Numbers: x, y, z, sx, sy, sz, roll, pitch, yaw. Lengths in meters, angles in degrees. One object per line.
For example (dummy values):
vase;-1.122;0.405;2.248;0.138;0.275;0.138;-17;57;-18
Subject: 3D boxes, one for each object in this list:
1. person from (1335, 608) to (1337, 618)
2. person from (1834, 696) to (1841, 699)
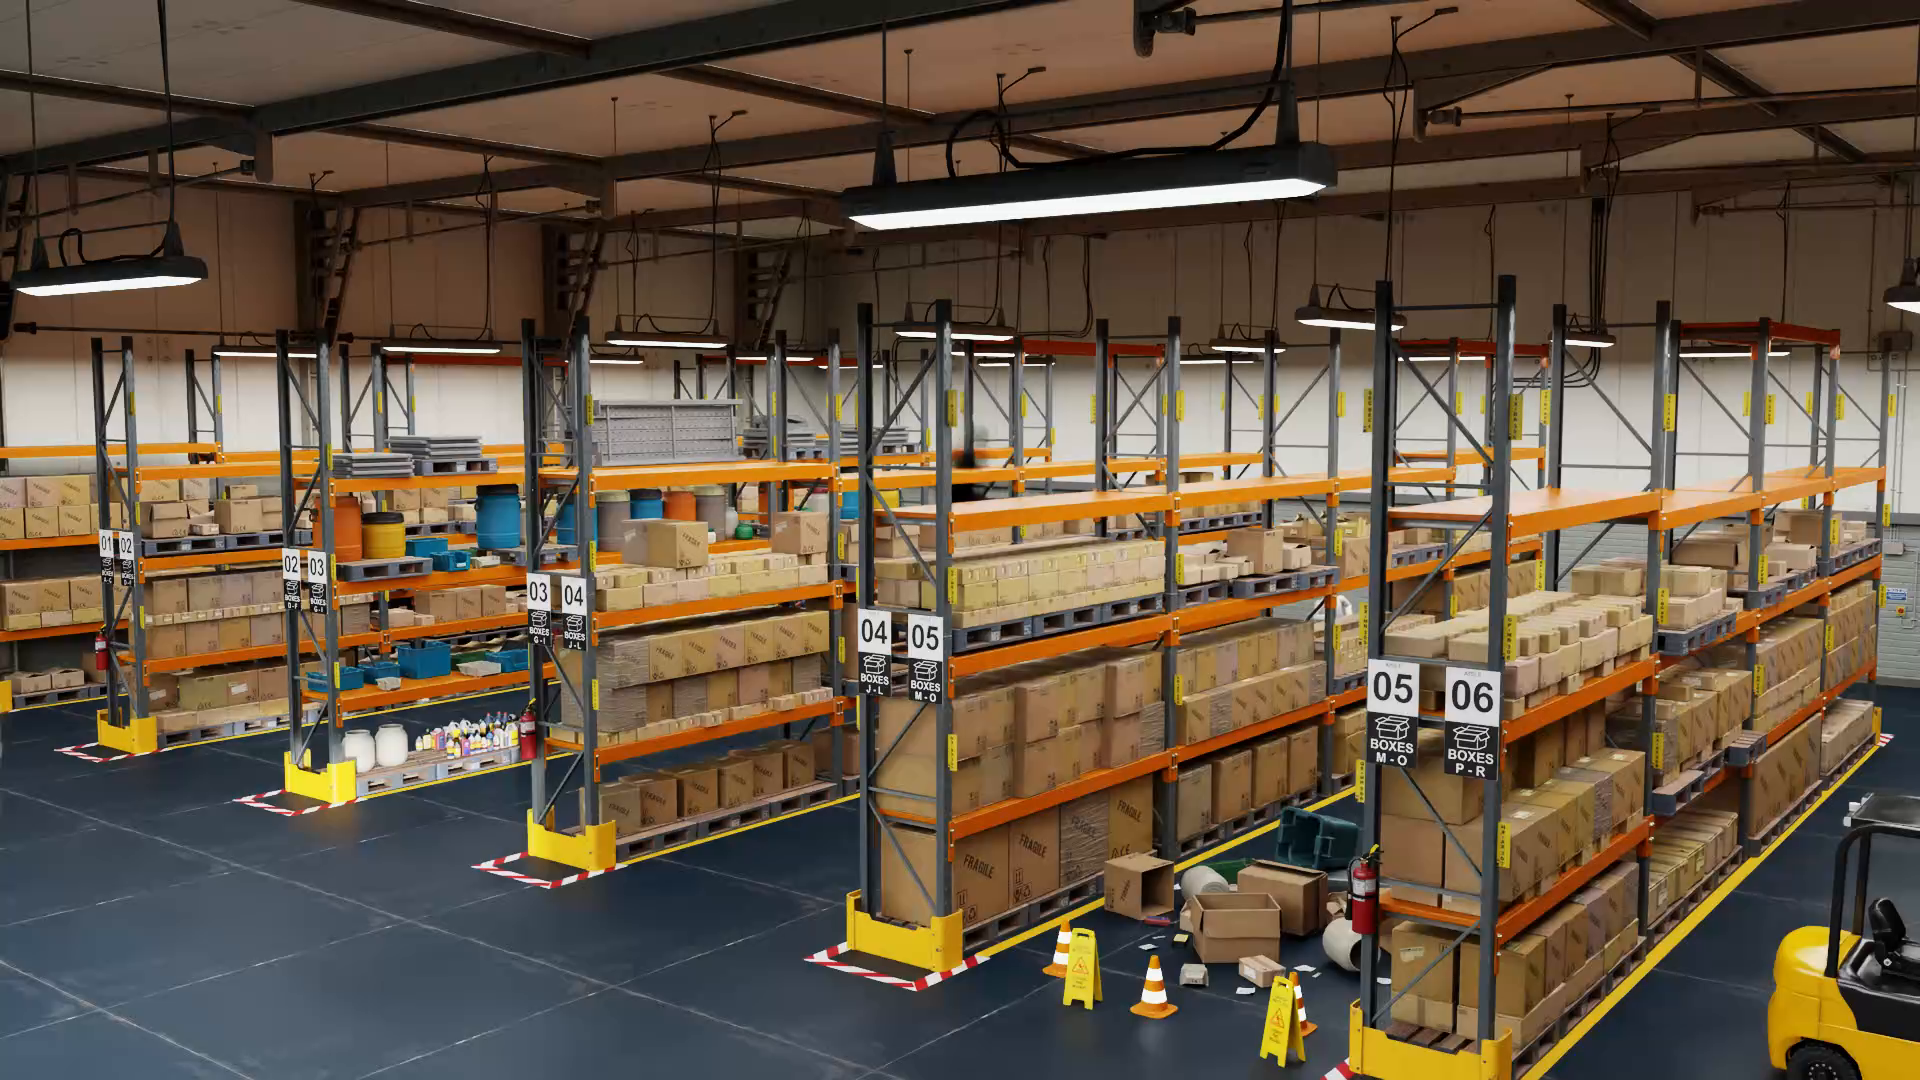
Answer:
person;6.776;1.670;30.075;0.776;1.776;0.871;1;5;13
person;13.648;2.111;26.322;0.809;1.594;0.575;4;7;42
